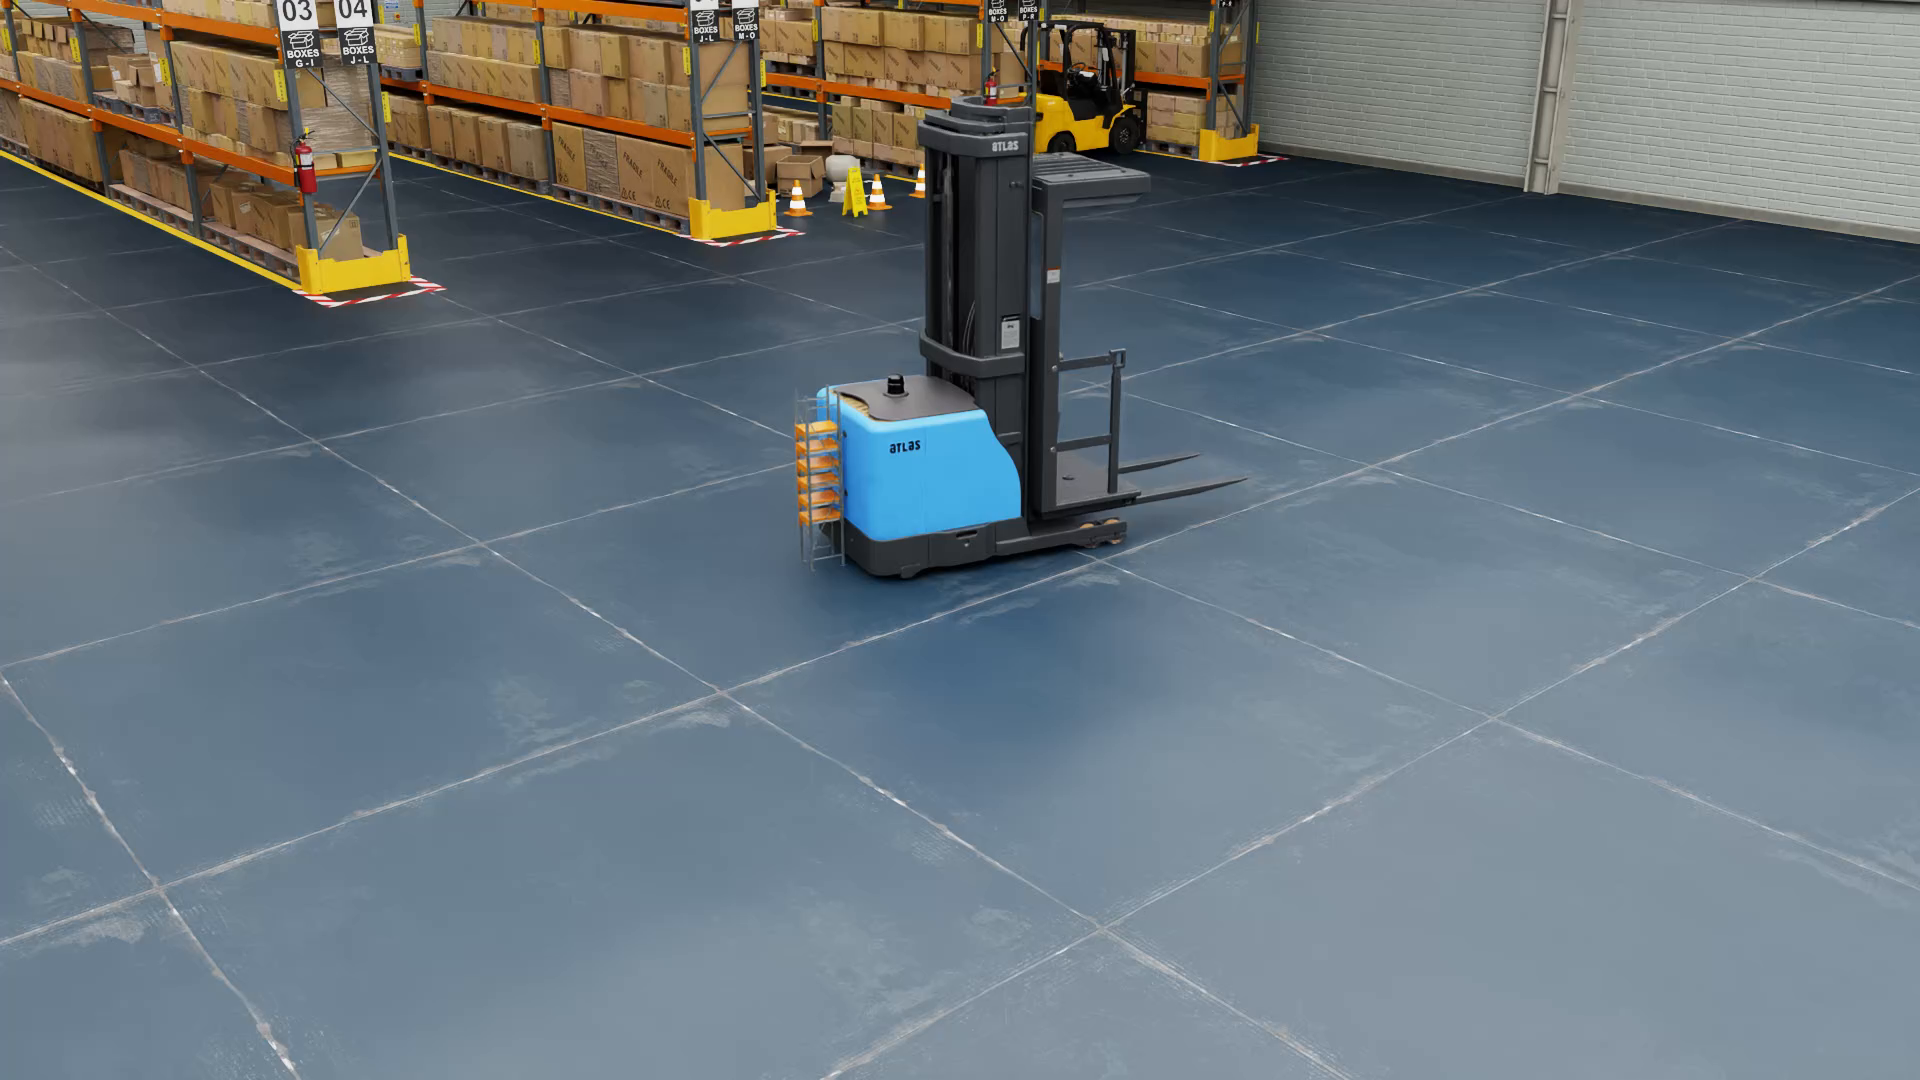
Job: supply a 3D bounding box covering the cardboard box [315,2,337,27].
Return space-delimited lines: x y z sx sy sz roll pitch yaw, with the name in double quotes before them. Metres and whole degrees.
"cardboard box" -6.910 -5.793 18.254 0.500 0.250 0.500 -16 27 -36

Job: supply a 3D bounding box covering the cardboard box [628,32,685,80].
"cardboard box" -3.872 -6.426 22.090 0.875 0.550 0.550 -17 27 -37

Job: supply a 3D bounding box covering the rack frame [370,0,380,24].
"rack frame" -10.801 -8.740 29.685 1.000 3.000 0.127 -17 27 -37

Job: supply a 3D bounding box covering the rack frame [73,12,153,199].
"rack frame" -12.013 -6.482 23.920 1.000 3.000 0.127 -17 27 -37

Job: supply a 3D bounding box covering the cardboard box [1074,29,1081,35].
"cardboard box" 2.233 -8.980 29.271 0.380 0.149 0.250 -18 27 -38

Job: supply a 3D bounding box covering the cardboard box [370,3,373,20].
"cardboard box" -10.911 -9.573 29.896 0.500 0.500 0.500 -17 27 -36

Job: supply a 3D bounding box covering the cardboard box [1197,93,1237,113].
"cardboard box" 4.304 -7.372 28.016 0.500 0.250 0.500 -18 28 -38

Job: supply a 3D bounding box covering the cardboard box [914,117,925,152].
"cardboard box" -0.347 -6.198 25.360 0.500 0.500 0.500 -16 27 -36

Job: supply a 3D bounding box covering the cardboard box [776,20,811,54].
"cardboard box" -2.695 -8.326 27.508 0.500 0.500 0.500 -17 27 -37

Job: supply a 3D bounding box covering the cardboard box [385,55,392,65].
"cardboard box" -9.189 -7.880 27.258 0.380 0.149 0.250 -17 27 -37

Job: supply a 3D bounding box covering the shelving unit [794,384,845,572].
"shelving unit" -0.915 -0.398 10.854 0.258 1.200 0.189 -10 24 -24

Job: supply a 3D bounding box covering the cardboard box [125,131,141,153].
"cardboard box" -11.553 -5.694 23.704 0.500 0.250 0.500 -16 27 -35

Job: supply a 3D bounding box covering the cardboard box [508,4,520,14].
"cardboard box" -8.946 -11.081 34.155 0.500 0.500 0.500 -18 27 -38

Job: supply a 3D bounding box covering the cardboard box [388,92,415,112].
"cardboard box" -9.493 -7.423 28.146 0.500 0.250 0.500 -17 27 -36

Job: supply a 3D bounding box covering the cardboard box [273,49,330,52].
"cardboard box" -7.592 -5.416 19.284 0.500 0.500 0.500 -17 27 -37

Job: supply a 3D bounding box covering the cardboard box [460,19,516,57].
"cardboard box" -7.237 -7.740 25.623 0.700 0.500 0.500 -18 28 -38

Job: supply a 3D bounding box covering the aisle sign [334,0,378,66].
"aisle sign" -6.524 -5.536 17.941 0.394 0.787 0.004 -17 27 -37

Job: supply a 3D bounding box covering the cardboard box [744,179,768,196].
"cardboard box" -3.061 -5.220 24.447 0.396 0.266 0.258 -12 25 -28

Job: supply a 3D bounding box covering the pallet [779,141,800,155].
"pallet" -2.404 -6.652 28.178 1.003 0.211 1.213 -17 27 -37

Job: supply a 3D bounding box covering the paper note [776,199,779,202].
"paper note" -2.678 -4.867 23.870 0.144 0.017 0.142 -8 23 -19

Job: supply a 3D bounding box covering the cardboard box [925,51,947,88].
"cardboard box" -0.170 -7.039 24.799 0.500 0.500 0.500 -17 27 -37

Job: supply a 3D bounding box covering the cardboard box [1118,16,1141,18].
"cardboard box" 2.981 -9.109 29.194 0.380 0.149 0.250 -18 28 -38

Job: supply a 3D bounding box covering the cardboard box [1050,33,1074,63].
"cardboard box" 1.955 -8.780 29.651 0.500 0.500 0.500 -18 28 -39

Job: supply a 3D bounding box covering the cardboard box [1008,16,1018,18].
"cardboard box" 1.004 -9.780 31.314 0.380 0.149 0.250 -18 27 -38

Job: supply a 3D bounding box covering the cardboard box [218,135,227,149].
"cardboard box" -8.655 -4.789 19.943 0.380 0.149 0.250 -17 27 -37

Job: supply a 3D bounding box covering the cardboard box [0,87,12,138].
"cardboard box" -16.163 -7.489 28.829 0.875 0.875 0.875 -17 27 -37

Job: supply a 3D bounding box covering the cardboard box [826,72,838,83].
"cardboard box" -1.932 -7.455 26.750 0.380 0.149 0.250 -18 27 -38

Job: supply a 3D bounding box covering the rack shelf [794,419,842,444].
"rack shelf" -0.916 -0.692 10.739 0.258 0.103 0.180 -10 24 -24

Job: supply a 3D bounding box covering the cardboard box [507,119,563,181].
"cardboard box" -6.052 -5.827 24.758 1.050 0.750 0.750 -18 27 -38

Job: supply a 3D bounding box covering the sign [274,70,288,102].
"sign" -7.225 -4.831 17.684 0.100 0.325 0.005 -17 27 -37

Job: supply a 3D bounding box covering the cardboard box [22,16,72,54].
"cardboard box" -14.201 -7.926 26.094 0.797 0.503 0.637 -18 28 -39

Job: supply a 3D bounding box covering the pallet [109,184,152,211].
"pallet" -11.504 -4.967 23.876 1.003 0.211 1.213 -17 27 -37

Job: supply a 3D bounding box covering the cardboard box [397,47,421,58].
"cardboard box" -8.857 -7.880 26.850 0.380 0.149 0.250 -17 27 -36

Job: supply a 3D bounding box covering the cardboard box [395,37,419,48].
"cardboard box" -8.857 -8.016 26.791 0.380 0.149 0.250 -19 28 -39

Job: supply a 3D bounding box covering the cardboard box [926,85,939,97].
"cardboard box" -0.281 -6.749 24.948 0.380 0.149 0.250 -17 27 -37

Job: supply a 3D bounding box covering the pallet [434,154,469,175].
"pallet" -7.732 -6.100 26.770 1.003 0.211 1.213 -17 27 -37

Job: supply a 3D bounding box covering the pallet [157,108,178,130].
"pallet" -9.791 -5.533 21.761 1.003 0.211 1.213 -17 27 -37

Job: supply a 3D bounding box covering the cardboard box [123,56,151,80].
"cardboard box" -11.190 -6.454 23.135 0.700 0.500 0.500 -13 25 -30

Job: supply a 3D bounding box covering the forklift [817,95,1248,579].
"forklift" 0.580 -1.469 11.217 3.031 2.935 1.130 -10 24 -24

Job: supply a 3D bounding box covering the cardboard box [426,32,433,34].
"cardboard box" -8.851 -8.380 27.718 0.380 0.149 0.250 -19 28 -40

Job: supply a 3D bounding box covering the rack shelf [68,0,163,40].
"rack shelf" -10.708 -6.991 22.093 1.077 0.370 4.000 -17 27 -37

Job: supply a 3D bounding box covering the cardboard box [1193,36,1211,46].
"cardboard box" 4.036 -8.191 27.257 0.380 0.149 0.250 -17 27 -37

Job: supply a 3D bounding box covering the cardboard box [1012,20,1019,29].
"cardboard box" 1.170 -9.455 30.486 0.380 0.149 0.250 -17 27 -37

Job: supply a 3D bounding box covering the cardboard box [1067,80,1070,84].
"cardboard box" 1.941 -8.091 29.851 0.500 0.250 0.500 -18 28 -38

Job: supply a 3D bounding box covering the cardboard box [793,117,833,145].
"cardboard box" -2.239 -6.852 27.892 0.950 0.372 0.625 -17 27 -37

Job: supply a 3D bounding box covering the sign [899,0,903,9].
"sign" -1.153 -10.394 32.429 0.100 0.325 0.005 -17 27 -37

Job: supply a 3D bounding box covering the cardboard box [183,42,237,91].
"cardboard box" -8.974 -5.704 20.019 0.500 0.500 0.500 -17 27 -37

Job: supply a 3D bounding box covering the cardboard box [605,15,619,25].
"cardboard box" -6.369 -9.995 31.381 0.500 0.500 0.500 -18 28 -39

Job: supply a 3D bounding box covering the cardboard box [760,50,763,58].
"cardboard box" -3.189 -8.273 28.262 0.380 0.149 0.250 -19 28 -39

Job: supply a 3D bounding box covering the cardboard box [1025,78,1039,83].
"cardboard box" 1.013 -8.366 31.411 0.875 0.625 0.625 -18 28 -38

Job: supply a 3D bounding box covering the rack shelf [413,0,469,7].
"rack shelf" -9.495 -9.249 27.858 1.077 0.370 4.000 -17 27 -37

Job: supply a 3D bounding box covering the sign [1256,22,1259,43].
"sign" 4.899 -8.384 27.480 0.100 0.325 0.005 -17 27 -37

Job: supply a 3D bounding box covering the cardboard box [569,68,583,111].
"cardboard box" -4.953 -6.353 23.387 0.875 0.550 0.550 -17 27 -37

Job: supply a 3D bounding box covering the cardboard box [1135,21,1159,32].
"cardboard box" 3.172 -8.678 28.092 0.380 0.149 0.250 -17 27 -36

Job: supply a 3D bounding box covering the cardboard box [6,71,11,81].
"cardboard box" -15.240 -7.547 26.985 0.380 0.149 0.250 -17 27 -36
